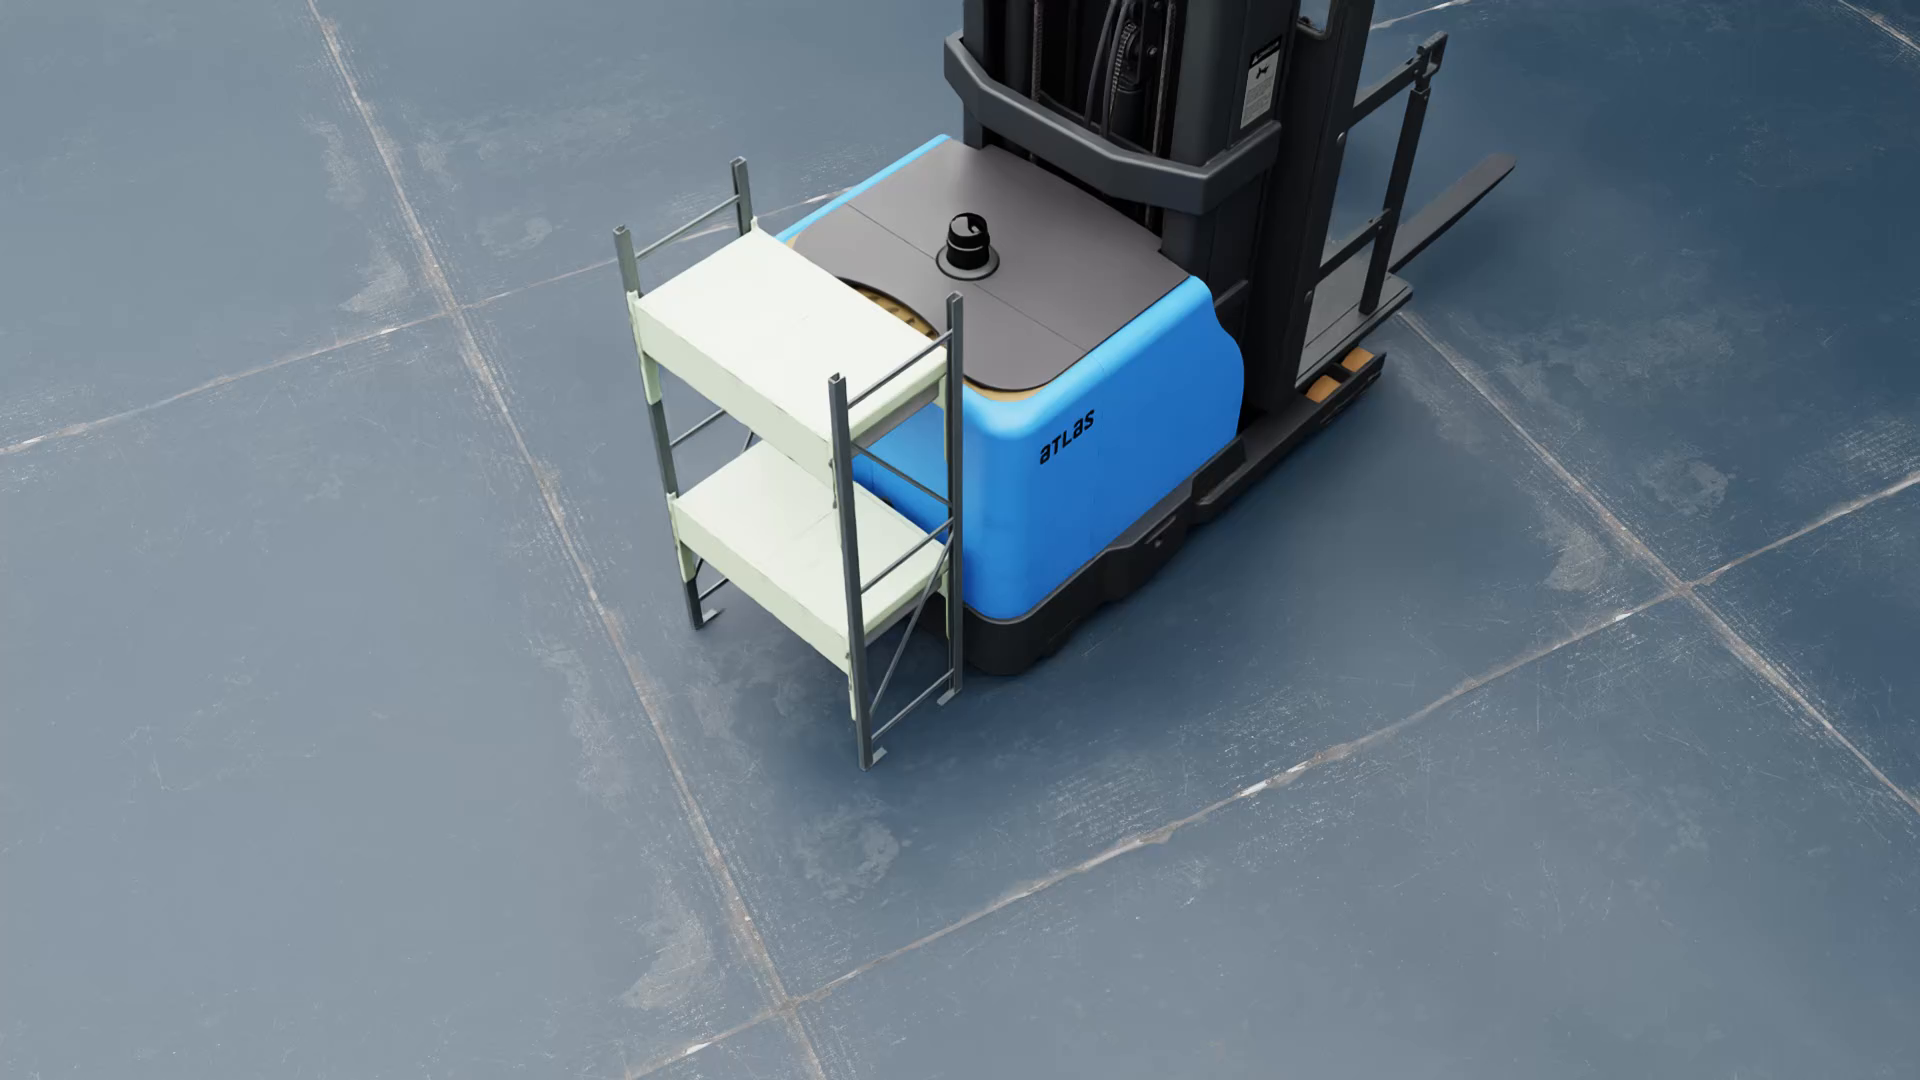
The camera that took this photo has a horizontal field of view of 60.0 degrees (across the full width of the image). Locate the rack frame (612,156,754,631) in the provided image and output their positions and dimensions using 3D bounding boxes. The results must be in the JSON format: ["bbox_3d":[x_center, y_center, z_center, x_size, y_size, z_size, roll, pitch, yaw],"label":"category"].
[{"bbox_3d":[-0.668,-0.335,4.546,0.023,1.500,0.400,36,58,27],"label":"rack frame"}]

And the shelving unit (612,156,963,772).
[{"bbox_3d":[-0.403,-0.145,4.380,0.755,1.500,0.431,36,58,27],"label":"shelving unit"}]

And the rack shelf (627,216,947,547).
[{"bbox_3d":[-0.403,-0.401,4.086,0.720,0.370,0.431,36,58,27],"label":"rack shelf"}]

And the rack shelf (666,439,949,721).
[{"bbox_3d":[-0.403,0.070,4.625,0.720,0.370,0.431,36,58,27],"label":"rack shelf"}]

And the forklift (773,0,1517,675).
[{"bbox_3d":[0.791,-1.590,4.694,1.130,2.935,3.031,36,58,27],"label":"forklift"}]

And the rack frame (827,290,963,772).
[{"bbox_3d":[-0.138,0.045,4.214,0.023,1.500,0.400,36,58,27],"label":"rack frame"}]
